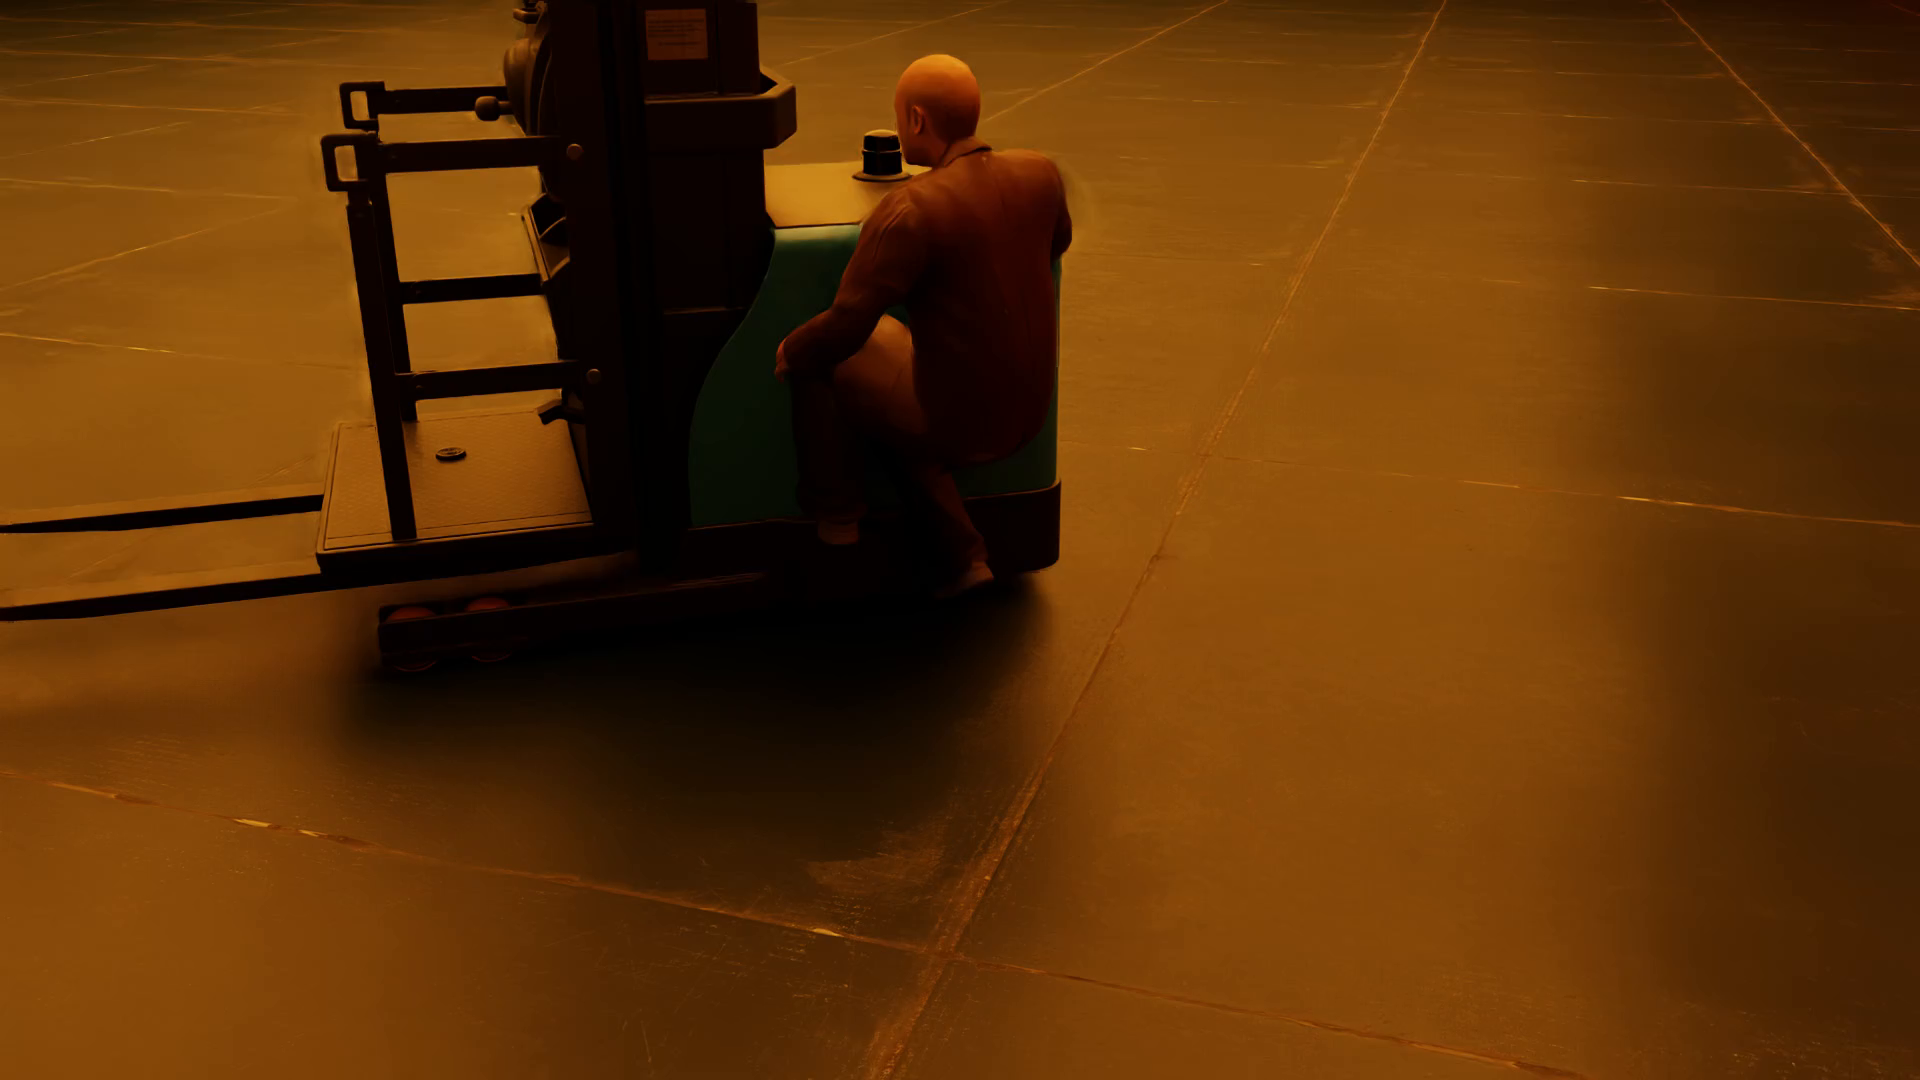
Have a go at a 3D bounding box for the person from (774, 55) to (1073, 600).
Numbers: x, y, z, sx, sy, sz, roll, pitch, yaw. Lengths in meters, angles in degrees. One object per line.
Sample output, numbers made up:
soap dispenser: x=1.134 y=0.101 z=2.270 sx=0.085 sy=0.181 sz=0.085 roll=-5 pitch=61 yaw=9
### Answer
person: x=-0.188 y=-0.428 z=4.176 sx=0.904 sy=1.557 sz=0.862 roll=15 pitch=27 yaw=32

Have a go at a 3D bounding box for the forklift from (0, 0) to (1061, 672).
forklift: x=-1.289 y=-1.238 z=4.280 sx=3.031 sy=2.935 sz=1.130 roll=-7 pitch=23 yaw=-15
